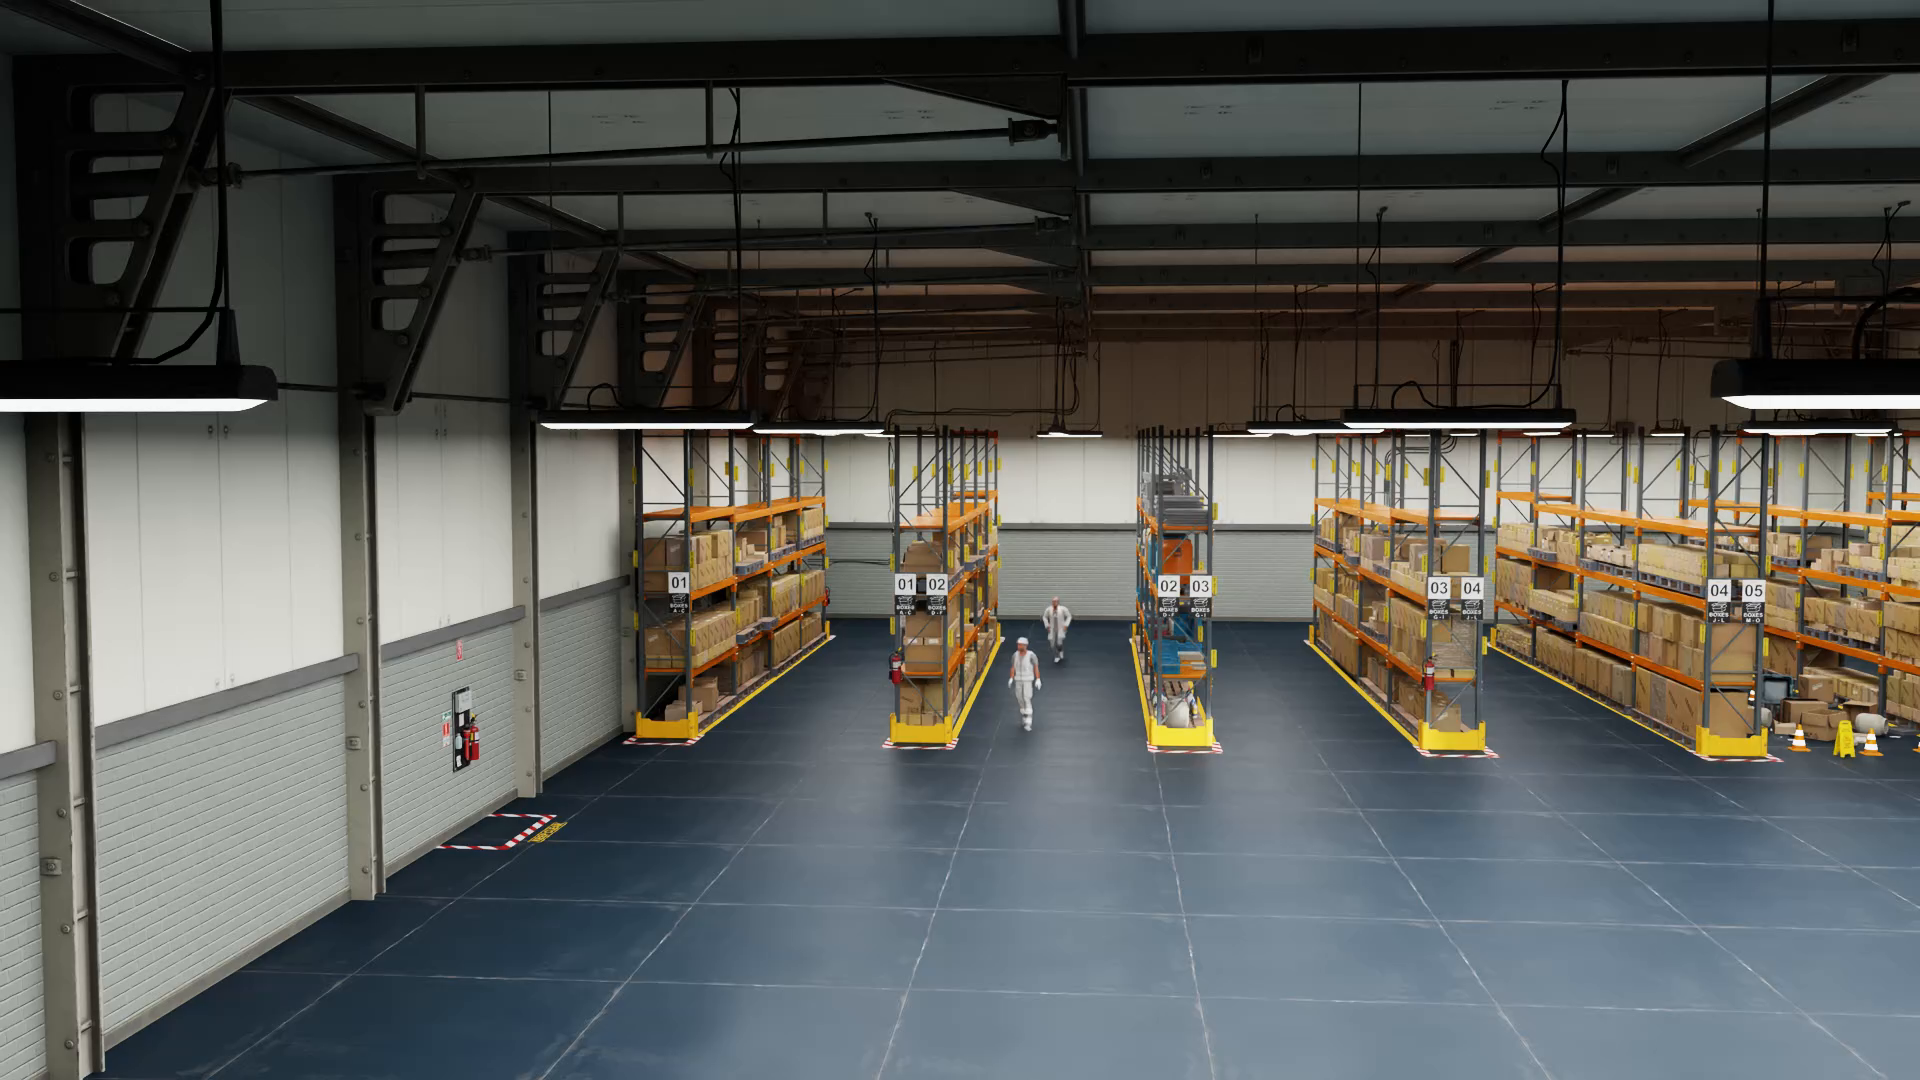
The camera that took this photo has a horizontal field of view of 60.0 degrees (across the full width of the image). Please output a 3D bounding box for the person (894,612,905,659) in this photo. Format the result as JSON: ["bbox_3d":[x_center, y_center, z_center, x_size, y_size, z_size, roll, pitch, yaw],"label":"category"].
[{"bbox_3d":[-1.490,2.269,43.569,0.502,1.633,1.033,0,3,2],"label":"person"}]

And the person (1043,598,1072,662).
[{"bbox_3d":[2.509,2.356,42.853,0.752,1.604,0.650,1,4,12],"label":"person"}]

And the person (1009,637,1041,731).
[{"bbox_3d":[1.238,2.844,33.106,0.596,1.798,0.673,2,4,31],"label":"person"}]
